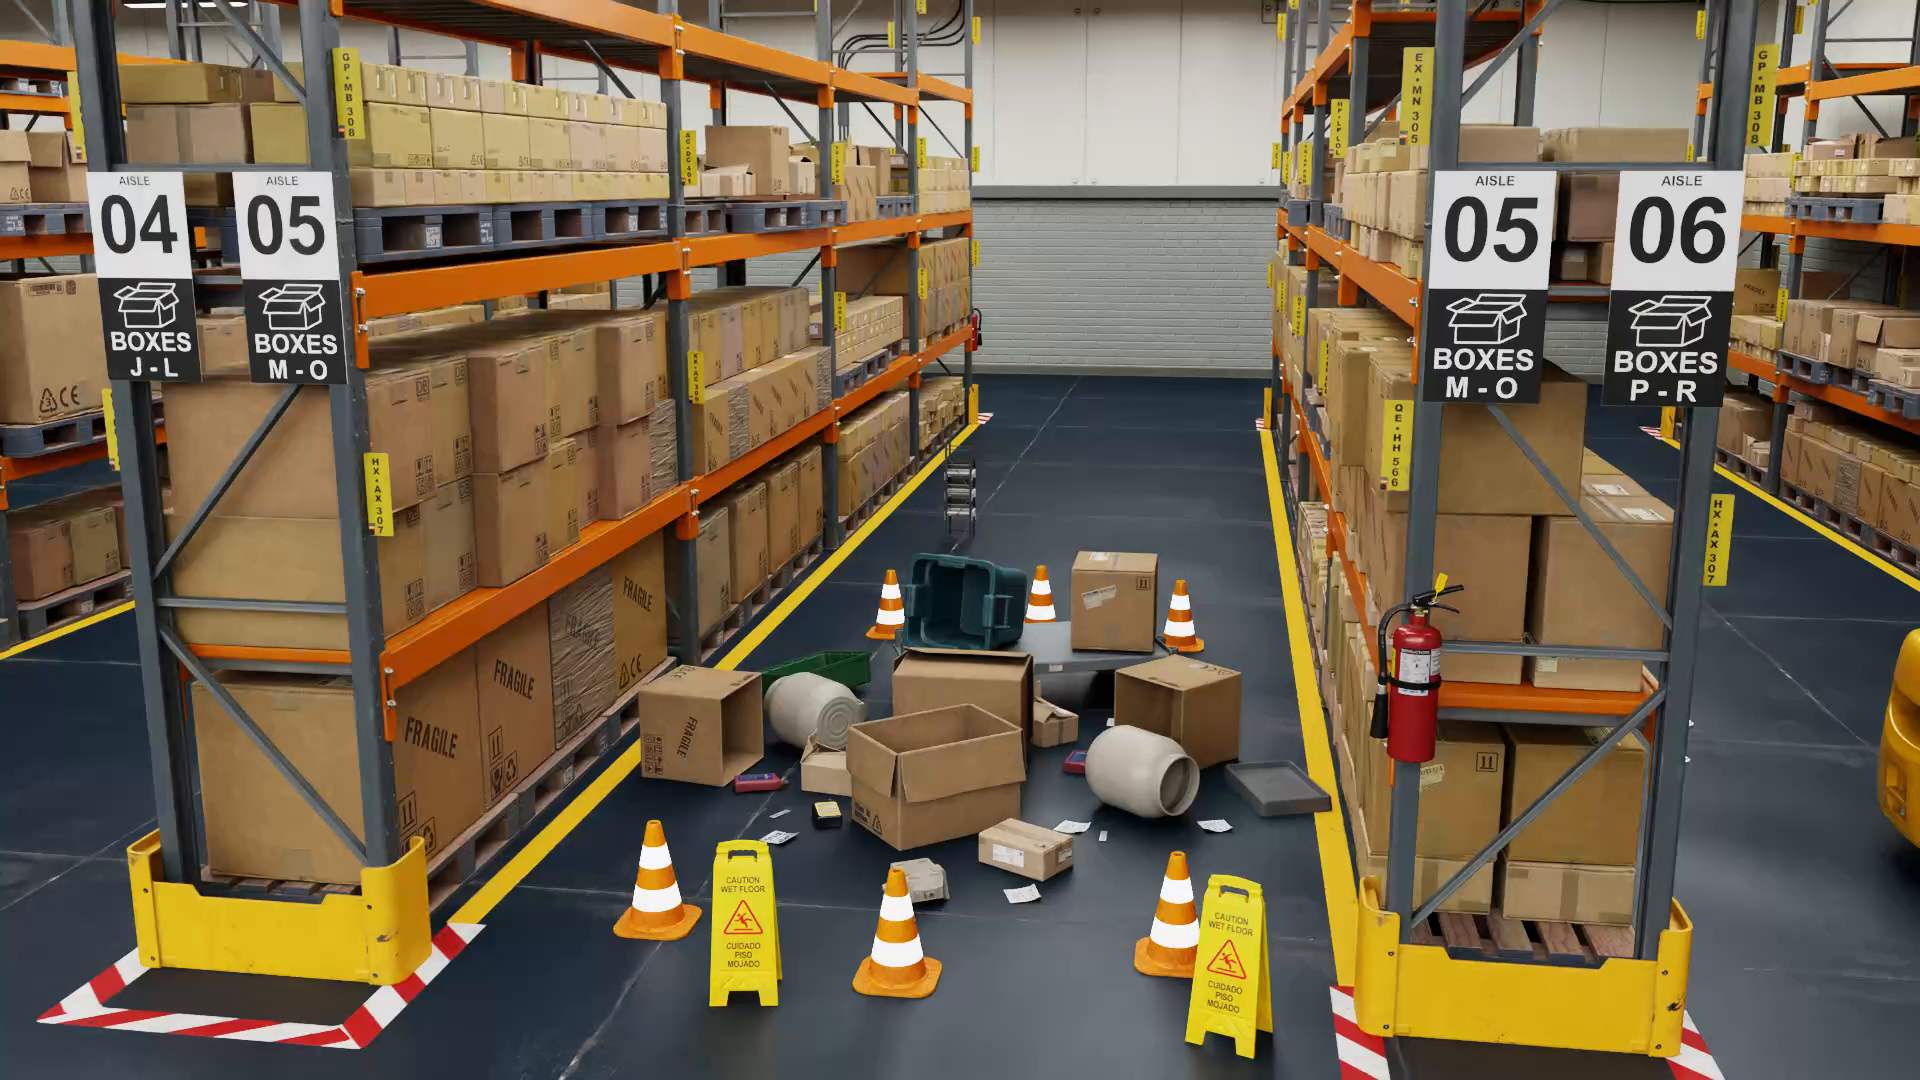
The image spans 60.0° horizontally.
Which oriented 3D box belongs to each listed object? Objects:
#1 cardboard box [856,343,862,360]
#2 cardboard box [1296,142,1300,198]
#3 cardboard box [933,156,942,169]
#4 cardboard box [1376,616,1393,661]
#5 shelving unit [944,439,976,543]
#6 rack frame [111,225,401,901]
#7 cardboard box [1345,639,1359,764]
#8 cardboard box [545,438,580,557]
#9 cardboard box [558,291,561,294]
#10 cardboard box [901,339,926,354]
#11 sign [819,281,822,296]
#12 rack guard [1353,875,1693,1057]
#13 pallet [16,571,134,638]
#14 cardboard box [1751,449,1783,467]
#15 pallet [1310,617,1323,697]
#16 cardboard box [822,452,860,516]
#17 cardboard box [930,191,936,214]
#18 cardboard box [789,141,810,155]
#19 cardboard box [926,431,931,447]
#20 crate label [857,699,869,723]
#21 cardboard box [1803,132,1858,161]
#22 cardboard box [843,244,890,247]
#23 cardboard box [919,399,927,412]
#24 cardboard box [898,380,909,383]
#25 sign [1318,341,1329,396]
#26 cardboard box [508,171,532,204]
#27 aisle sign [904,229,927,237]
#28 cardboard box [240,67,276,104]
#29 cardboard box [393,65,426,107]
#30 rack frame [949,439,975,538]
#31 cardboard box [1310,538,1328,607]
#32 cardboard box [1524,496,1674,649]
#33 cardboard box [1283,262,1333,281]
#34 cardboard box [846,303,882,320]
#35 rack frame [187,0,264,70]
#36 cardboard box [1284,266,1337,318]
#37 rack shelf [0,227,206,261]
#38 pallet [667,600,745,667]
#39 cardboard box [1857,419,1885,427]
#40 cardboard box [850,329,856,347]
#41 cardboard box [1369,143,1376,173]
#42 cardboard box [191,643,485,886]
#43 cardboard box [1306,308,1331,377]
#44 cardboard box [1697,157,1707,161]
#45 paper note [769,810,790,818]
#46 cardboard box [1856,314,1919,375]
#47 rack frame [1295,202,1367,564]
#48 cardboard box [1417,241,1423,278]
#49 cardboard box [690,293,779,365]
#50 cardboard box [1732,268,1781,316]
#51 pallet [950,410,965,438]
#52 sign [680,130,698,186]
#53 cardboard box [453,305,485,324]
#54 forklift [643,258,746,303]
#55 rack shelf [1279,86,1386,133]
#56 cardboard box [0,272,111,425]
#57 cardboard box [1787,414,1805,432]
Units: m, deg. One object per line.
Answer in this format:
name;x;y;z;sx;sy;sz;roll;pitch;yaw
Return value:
cardboard box;-1.142;-1.792;15.787;0.380;0.149;0.250;2;12;11
cardboard box;3.320;-3.356;15.093;0.500;0.500;0.500;2;12;9
cardboard box;-0.422;-4.389;19.340;0.380;0.149;0.250;3;12;11
cardboard box;1.881;0.388;6.672;0.380;0.149;0.250;2;12;8
shelving unit;0.001;-0.442;14.906;0.258;0.900;0.210;2;12;9
rack frame;-2.801;0.266;6.637;1.000;3.000;0.127;2;12;9
cardboard box;2.132;0.789;7.961;0.500;0.500;0.500;2;12;7
cardboard box;-2.475;-0.225;8.561;0.875;0.550;0.500;2;12;9
cardboard box;-5.566;-3.227;22.496;0.500;0.250;0.500;2;12;7
cardboard box;-0.589;-2.157;18.479;0.380;0.149;0.250;2;12;11
sign;-1.493;-2.671;18.211;0.100;0.325;0.005;2;12;9
rack guard;2.117;1.612;6.327;1.175;0.500;0.348;2;12;9
pallet;-6.953;0.453;12.390;1.003;0.211;1.213;2;12;9
cardboard box;8.652;-0.869;17.677;0.380;0.149;0.250;2;12;7
pallet;2.839;0.774;10.900;1.003;0.211;1.213;2;12;9
cardboard box;-1.210;-0.521;15.228;0.500;0.500;0.500;1;12;6
cardboard box;-0.556;-3.817;18.821;0.500;0.250;0.500;2;12;8
cardboard box;-1.588;-3.649;15.632;0.396;0.266;0.258;2;12;9
cardboard box;-0.541;-1.164;19.044;0.380;0.149;0.250;2;12;10
crate label;-0.706;1.024;9.915;0.298;0.136;0.250;-7;14;-30
cardboard box;8.465;-3.826;16.181;0.396;0.266;0.258;2;12;8
cardboard box;-1.076;-3.129;19.076;0.500;0.500;0.500;1;12;7
cardboard box;-0.589;-1.564;19.487;0.380;0.149;0.250;2;12;7
cardboard box;-0.846;-1.959;21.322;0.380;0.149;0.250;2;12;8
sign;2.172;-1.010;9.812;0.100;0.325;0.005;2;12;9
cardboard box;-2.238;-1.655;7.794;0.380;0.149;0.250;2;12;8
aisle sign;-0.626;-4.360;21.933;0.394;0.787;0.004;2;12;9
cardboard box;-3.045;-1.854;6.826;0.380;0.149;0.250;2;12;9
cardboard box;-2.396;-1.832;6.725;0.380;0.149;0.250;2;12;9
rack frame;0.017;-0.463;15.005;0.240;0.900;0.006;2;12;9
cardboard box;3.011;0.249;11.960;0.950;0.372;0.625;2;12;11
cardboard box;2.452;0.122;6.364;0.500;0.500;0.500;2;12;8
cardboard box;3.751;-2.737;17.963;0.500;0.500;0.500;2;12;8
cardboard box;-0.988;-2.300;16.731;0.380;0.149;0.250;1;12;7
rack frame;-10.120;-6.339;23.048;1.000;3.000;0.127;2;12;9
cardboard box;3.599;-2.548;17.084;0.500;0.500;0.500;2;12;9
rack shelf;-6.764;-2.279;13.036;1.077;0.370;4.000;2;12;9
pallet;-2.142;0.634;11.551;1.003;0.211;1.213;2;12;9
cardboard box;9.049;-1.092;16.336;0.380;0.149;0.250;2;12;9
cardboard box;-1.182;-1.886;15.516;0.380;0.149;0.250;2;12;9
cardboard box;2.234;-1.888;8.219;0.380;0.149;0.250;1;12;7
cardboard box;-2.762;0.957;7.481;0.875;0.875;0.875;2;12;9
cardboard box;3.038;-1.573;13.232;0.500;0.500;0.500;2;12;7
cardboard box;9.155;-4.463;19.927;0.500;0.250;0.500;2;12;8
paper note;-0.917;1.397;8.487;0.032;0.001;0.123;10;15;38
cardboard box;8.309;-1.701;14.524;0.797;0.503;0.637;2;12;7
rack frame;3.336;-1.260;13.718;1.000;3.000;0.127;2;12;9
cardboard box;1.884;-1.021;6.087;0.380;0.149;0.250;2;12;9
cardboard box;-1.803;-1.631;12.832;0.700;0.500;0.500;2;12;8
cardboard box;8.905;-2.805;18.761;0.500;0.500;0.500;2;12;10
pallet;-0.512;-1.517;21.533;1.003;0.211;1.213;2;12;9
sign;-1.637;-2.306;10.040;0.100;0.325;0.005;2;12;9
cardboard box;-5.643;-2.356;18.568;0.500;0.500;0.500;2;12;9
forklift;-2.805;-1.979;17.217;1.130;2.935;3.031;2;12;8
rack shelf;4.259;-4.894;18.999;1.077;0.370;4.000;2;12;9
cardboard box;-6.811;-1.407;11.983;1.000;1.000;1.000;2;12;9
cardboard box;8.538;-1.167;16.683;0.380;0.149;0.250;2;12;11
